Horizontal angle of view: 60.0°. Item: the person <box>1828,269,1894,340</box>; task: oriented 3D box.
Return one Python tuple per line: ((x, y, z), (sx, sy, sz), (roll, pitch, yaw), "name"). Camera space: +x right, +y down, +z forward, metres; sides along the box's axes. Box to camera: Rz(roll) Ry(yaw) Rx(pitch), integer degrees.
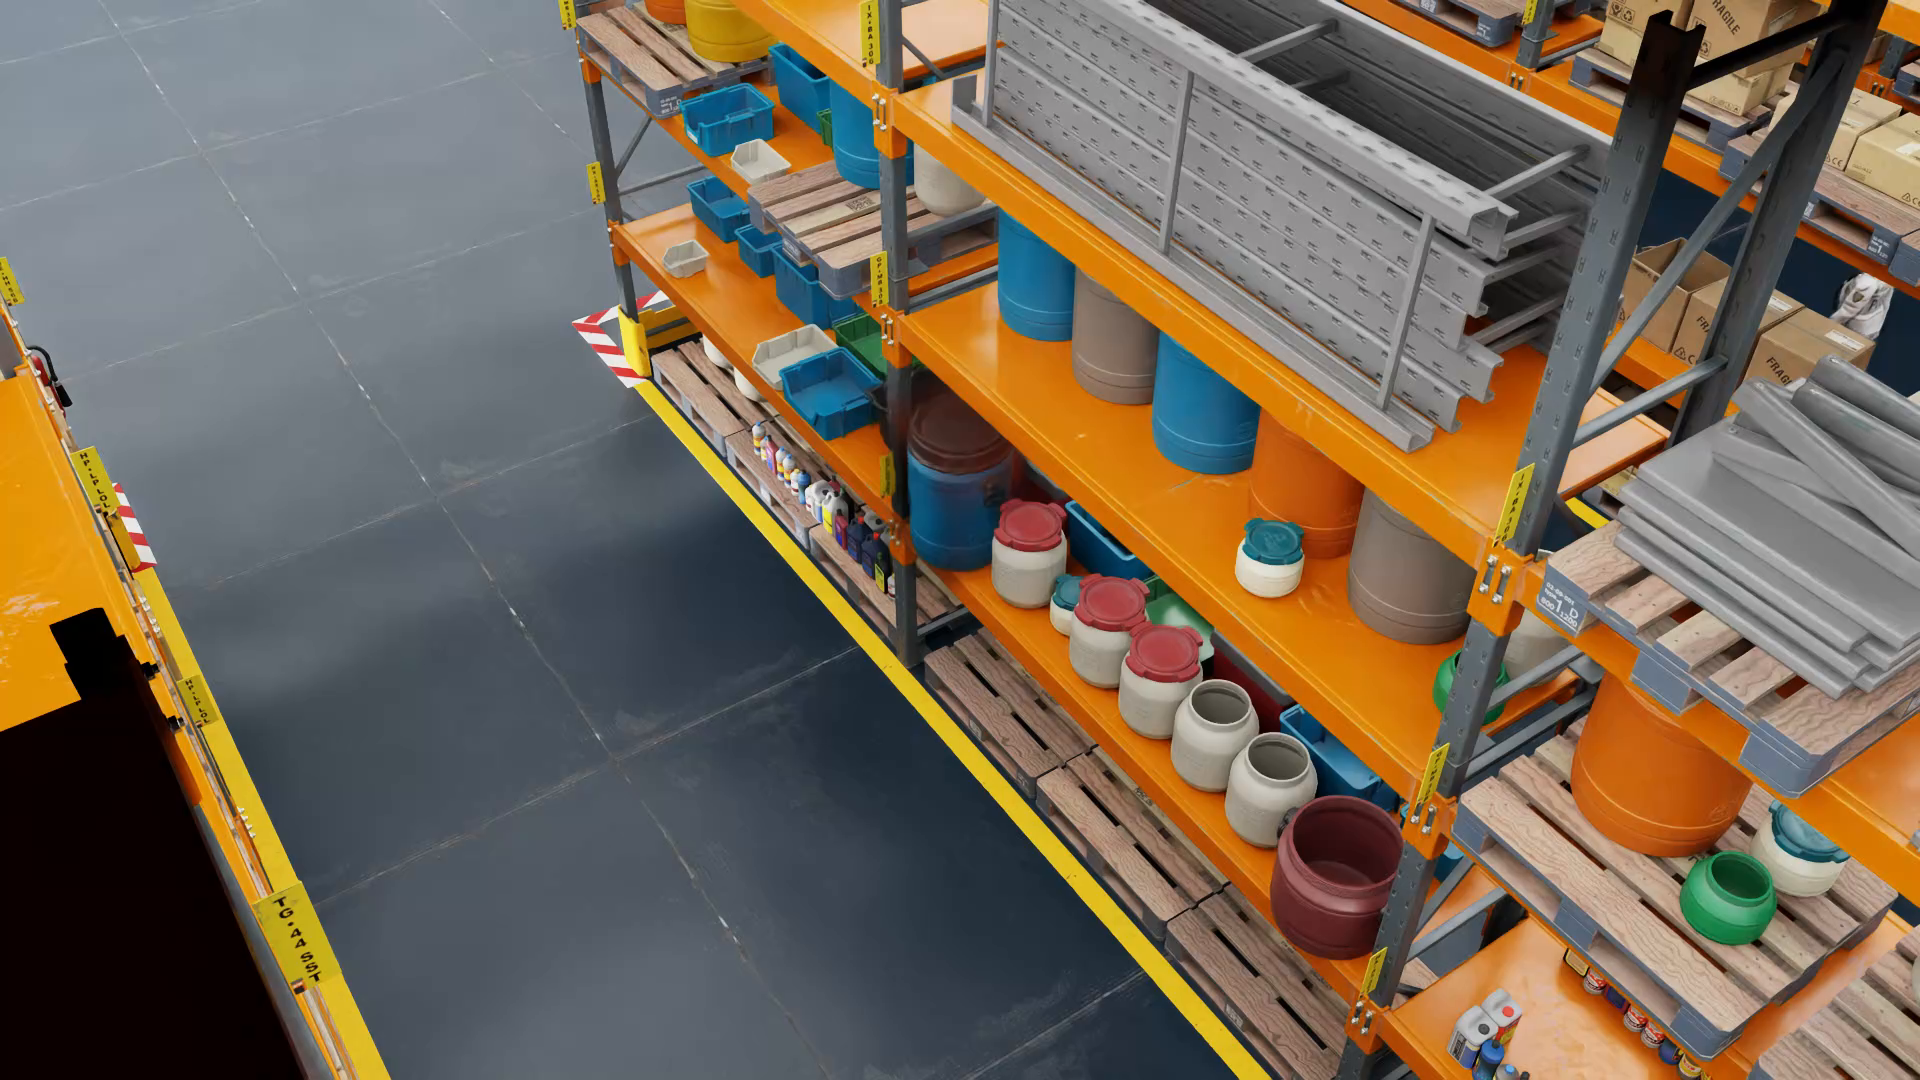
((6.561, -1.605, 12.276), (0.588, 1.614, 1.031), (-24, 48, -24), "person")
